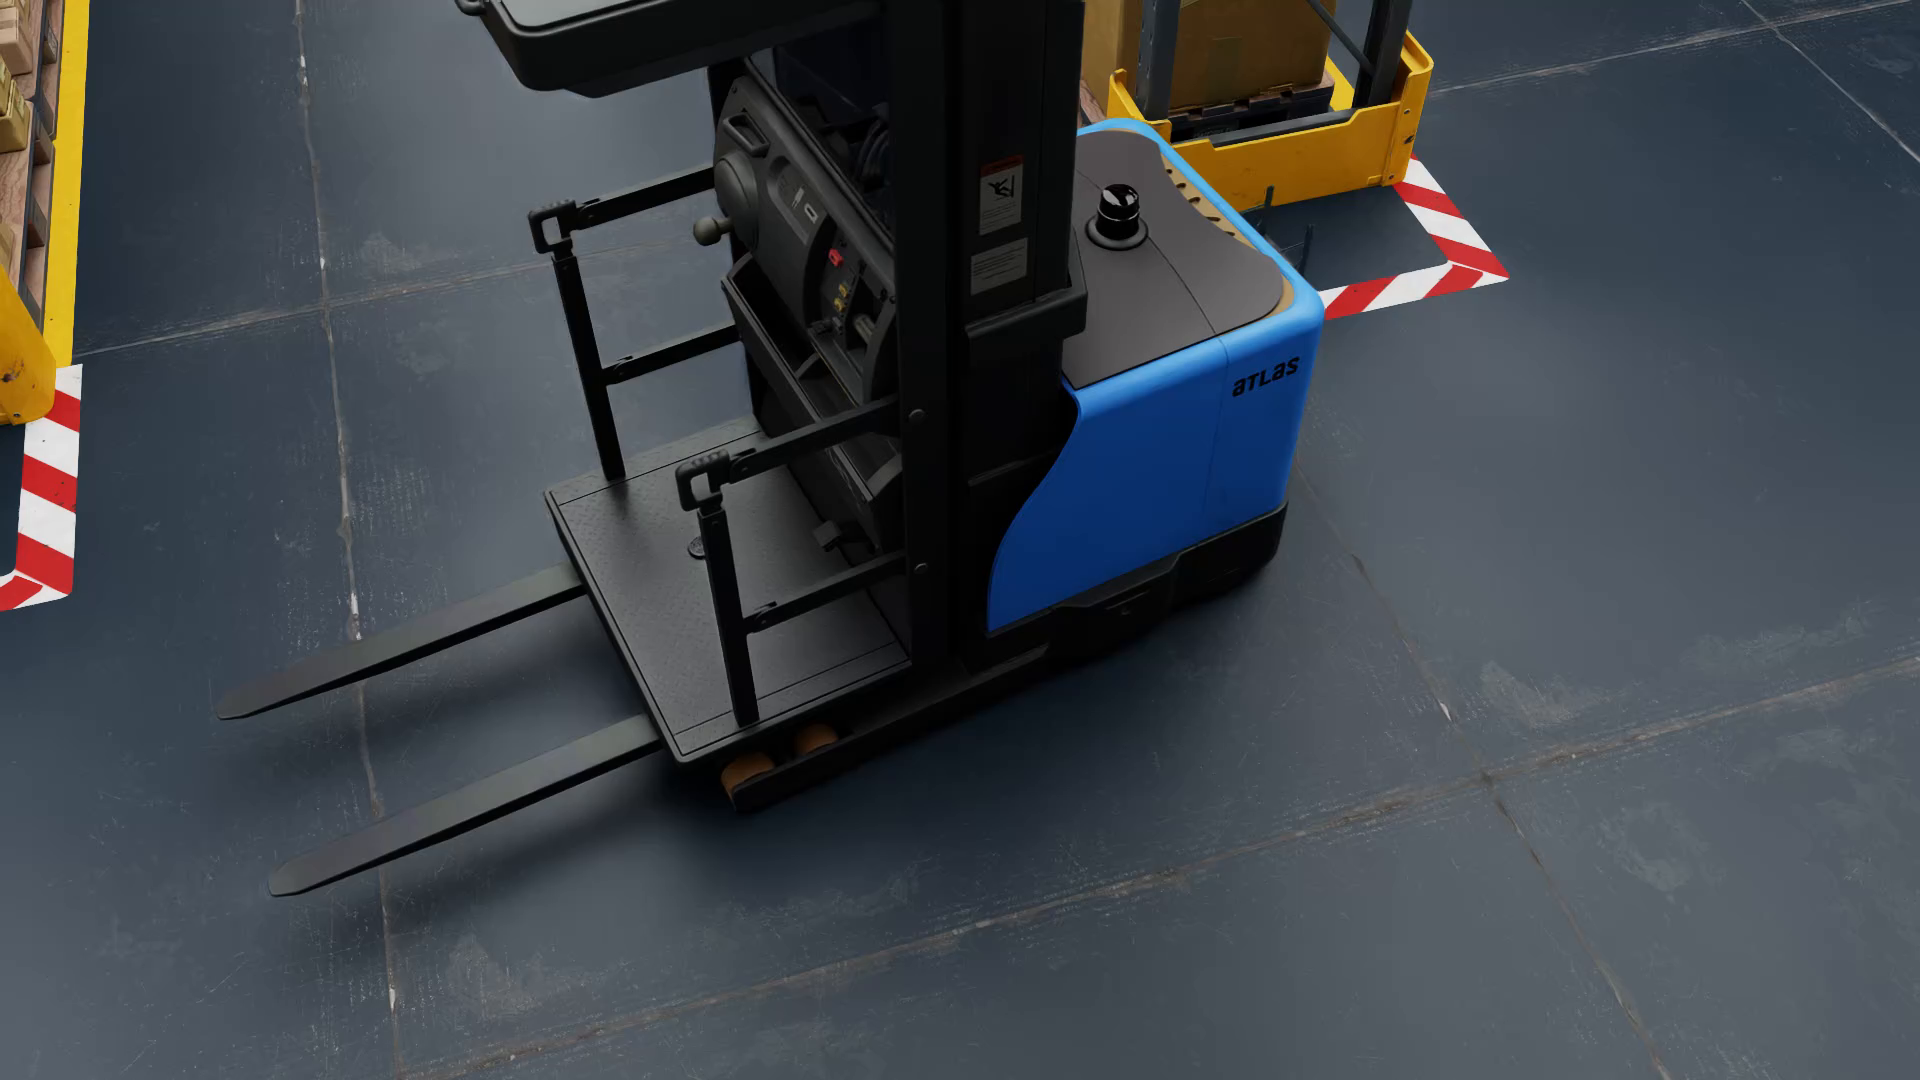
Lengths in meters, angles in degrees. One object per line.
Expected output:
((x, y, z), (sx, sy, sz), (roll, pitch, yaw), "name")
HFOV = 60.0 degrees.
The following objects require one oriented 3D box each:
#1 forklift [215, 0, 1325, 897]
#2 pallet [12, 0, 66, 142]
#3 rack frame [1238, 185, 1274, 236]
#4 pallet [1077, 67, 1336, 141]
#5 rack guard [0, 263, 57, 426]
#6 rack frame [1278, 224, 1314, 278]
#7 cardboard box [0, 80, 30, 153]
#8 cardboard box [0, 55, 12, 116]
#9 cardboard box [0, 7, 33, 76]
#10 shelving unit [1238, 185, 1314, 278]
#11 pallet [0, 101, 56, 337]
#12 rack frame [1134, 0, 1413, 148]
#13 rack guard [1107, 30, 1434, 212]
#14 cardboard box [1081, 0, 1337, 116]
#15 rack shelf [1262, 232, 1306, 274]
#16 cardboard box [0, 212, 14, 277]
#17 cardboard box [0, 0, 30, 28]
((-0.560, -0.669, 3.897), (3.031, 2.935, 1.130), (-22, 53, -18), "forklift")
((-4.227, -1.965, 6.768), (1.003, 0.211, 1.213), (-13, 51, -11), "pallet")
((0.830, -0.725, 5.272), (0.240, 0.900, 0.006), (-22, 53, -18), "rack frame")
((0.816, -2.032, 6.825), (1.003, 0.211, 1.213), (-13, 51, -11), "pallet")
((-3.664, -0.567, 5.401), (1.175, 0.500, 0.348), (-13, 51, -11), "rack guard")
((0.926, -0.588, 5.156), (0.240, 0.900, 0.006), (-22, 53, -18), "rack frame")
((-3.697, -1.553, 6.187), (0.380, 0.149, 0.250), (-13, 51, -11), "cardboard box")
((-3.707, -1.654, 6.078), (0.380, 0.149, 0.250), (-12, 51, -10), "cardboard box")
((-3.854, -1.919, 6.496), (0.380, 0.149, 0.250), (-16, 52, -13), "cardboard box")
((0.878, -0.656, 5.214), (0.258, 0.900, 0.210), (-22, 53, -18), "shelving unit")
((-3.870, -1.075, 6.019), (1.003, 0.211, 1.213), (-13, 51, -11), "pallet")
((1.127, -2.365, 5.282), (1.000, 3.000, 0.127), (-13, 51, -11), "rack frame")
((1.134, -1.542, 6.223), (1.175, 0.500, 0.348), (-13, 51, -11), "rack guard")
((0.861, -2.265, 6.312), (0.875, 0.875, 0.875), (-13, 51, -11), "cardboard box")
((0.878, -0.809, 5.034), (0.258, 0.077, 0.200), (-22, 53, -18), "rack shelf")
((-3.490, -0.989, 5.712), (0.380, 0.149, 0.250), (-12, 51, -10), "cardboard box")
((-3.961, -2.116, 6.662), (0.380, 0.149, 0.250), (-13, 51, -11), "cardboard box")
